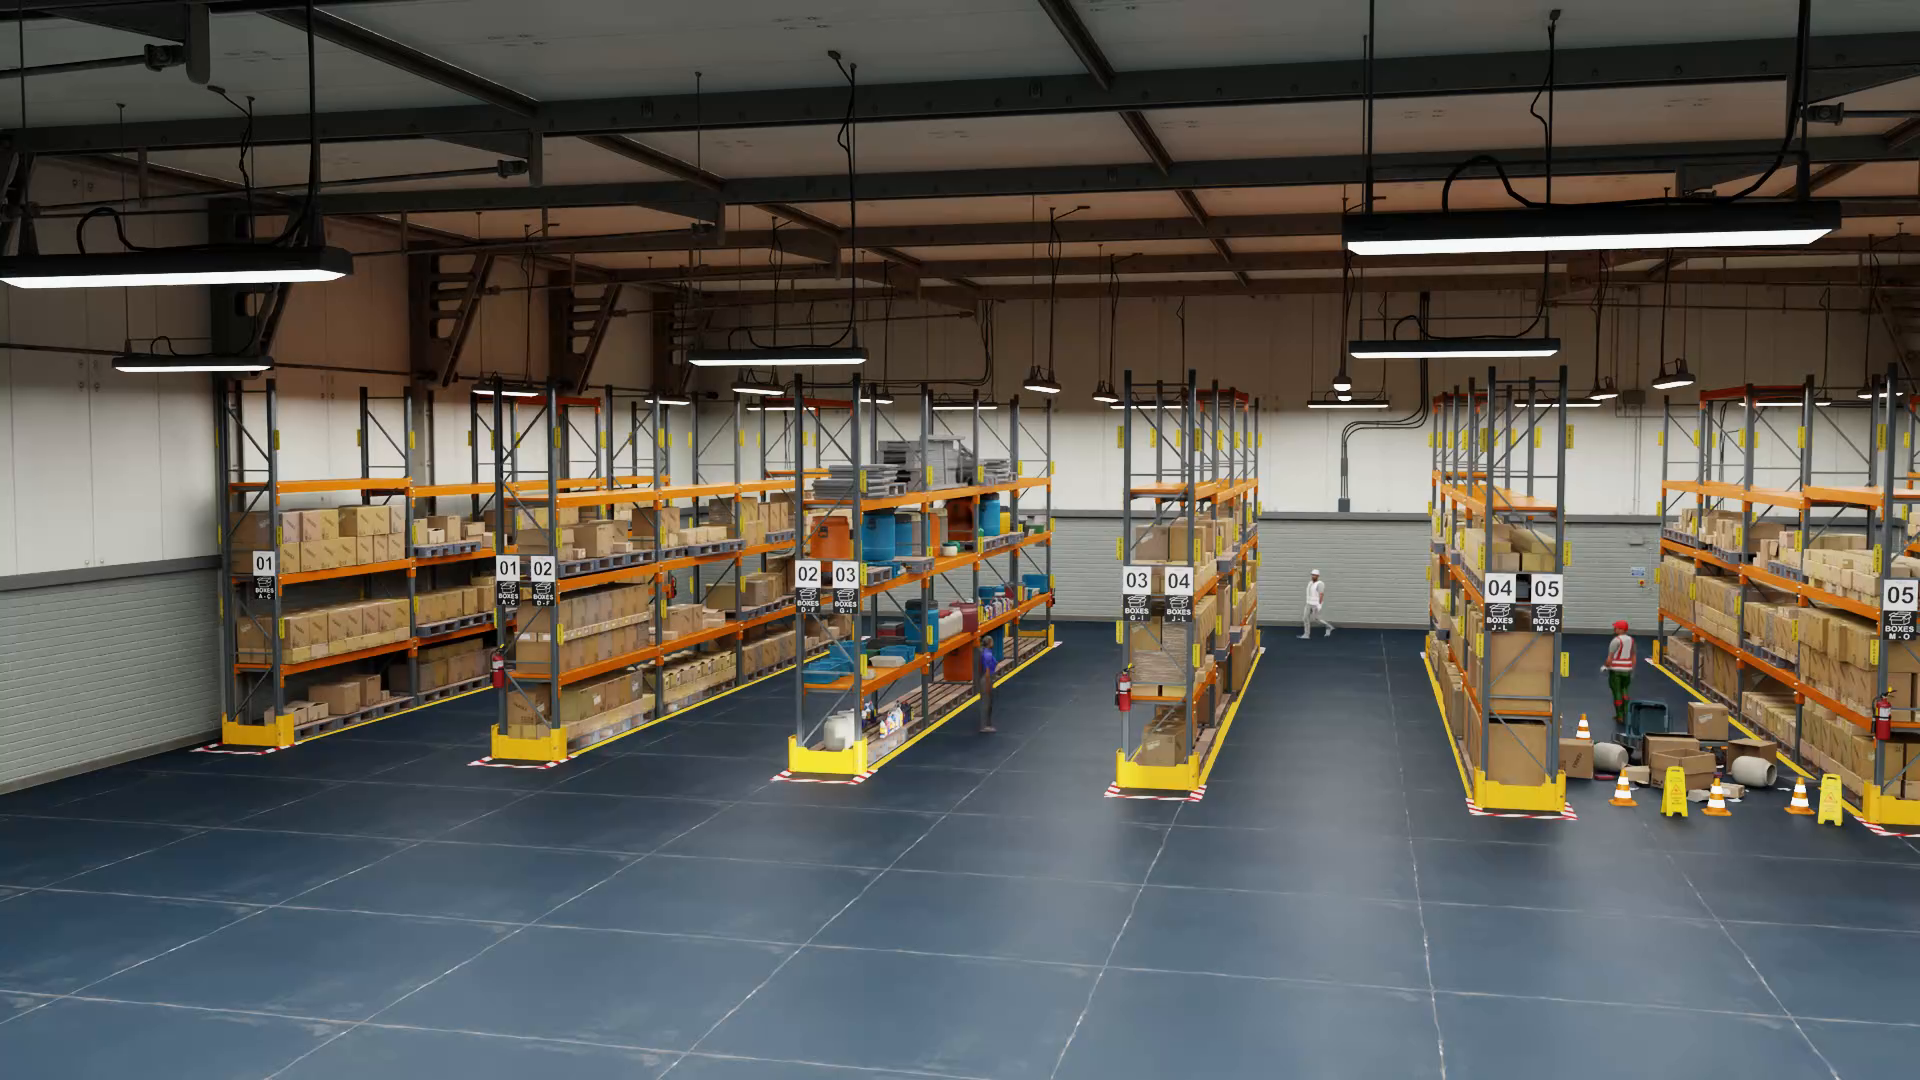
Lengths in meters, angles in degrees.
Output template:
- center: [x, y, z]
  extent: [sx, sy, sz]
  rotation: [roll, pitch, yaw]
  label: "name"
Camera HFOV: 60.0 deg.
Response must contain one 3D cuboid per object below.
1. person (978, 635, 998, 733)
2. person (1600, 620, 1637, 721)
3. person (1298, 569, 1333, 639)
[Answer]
- center: [0.497, 2.526, 28.553]
  extent: [0.376, 1.634, 0.518]
  rotation: [0, 3, -4]
  label: "person"
- center: [11.717, 2.329, 29.565]
  extent: [0.619, 1.822, 0.542]
  rotation: [0, 3, 4]
  label: "person"
- center: [8.928, 1.613, 41.742]
  extent: [0.879, 1.757, 0.601]
  rotation: [-1, 4, -22]
  label: "person"
